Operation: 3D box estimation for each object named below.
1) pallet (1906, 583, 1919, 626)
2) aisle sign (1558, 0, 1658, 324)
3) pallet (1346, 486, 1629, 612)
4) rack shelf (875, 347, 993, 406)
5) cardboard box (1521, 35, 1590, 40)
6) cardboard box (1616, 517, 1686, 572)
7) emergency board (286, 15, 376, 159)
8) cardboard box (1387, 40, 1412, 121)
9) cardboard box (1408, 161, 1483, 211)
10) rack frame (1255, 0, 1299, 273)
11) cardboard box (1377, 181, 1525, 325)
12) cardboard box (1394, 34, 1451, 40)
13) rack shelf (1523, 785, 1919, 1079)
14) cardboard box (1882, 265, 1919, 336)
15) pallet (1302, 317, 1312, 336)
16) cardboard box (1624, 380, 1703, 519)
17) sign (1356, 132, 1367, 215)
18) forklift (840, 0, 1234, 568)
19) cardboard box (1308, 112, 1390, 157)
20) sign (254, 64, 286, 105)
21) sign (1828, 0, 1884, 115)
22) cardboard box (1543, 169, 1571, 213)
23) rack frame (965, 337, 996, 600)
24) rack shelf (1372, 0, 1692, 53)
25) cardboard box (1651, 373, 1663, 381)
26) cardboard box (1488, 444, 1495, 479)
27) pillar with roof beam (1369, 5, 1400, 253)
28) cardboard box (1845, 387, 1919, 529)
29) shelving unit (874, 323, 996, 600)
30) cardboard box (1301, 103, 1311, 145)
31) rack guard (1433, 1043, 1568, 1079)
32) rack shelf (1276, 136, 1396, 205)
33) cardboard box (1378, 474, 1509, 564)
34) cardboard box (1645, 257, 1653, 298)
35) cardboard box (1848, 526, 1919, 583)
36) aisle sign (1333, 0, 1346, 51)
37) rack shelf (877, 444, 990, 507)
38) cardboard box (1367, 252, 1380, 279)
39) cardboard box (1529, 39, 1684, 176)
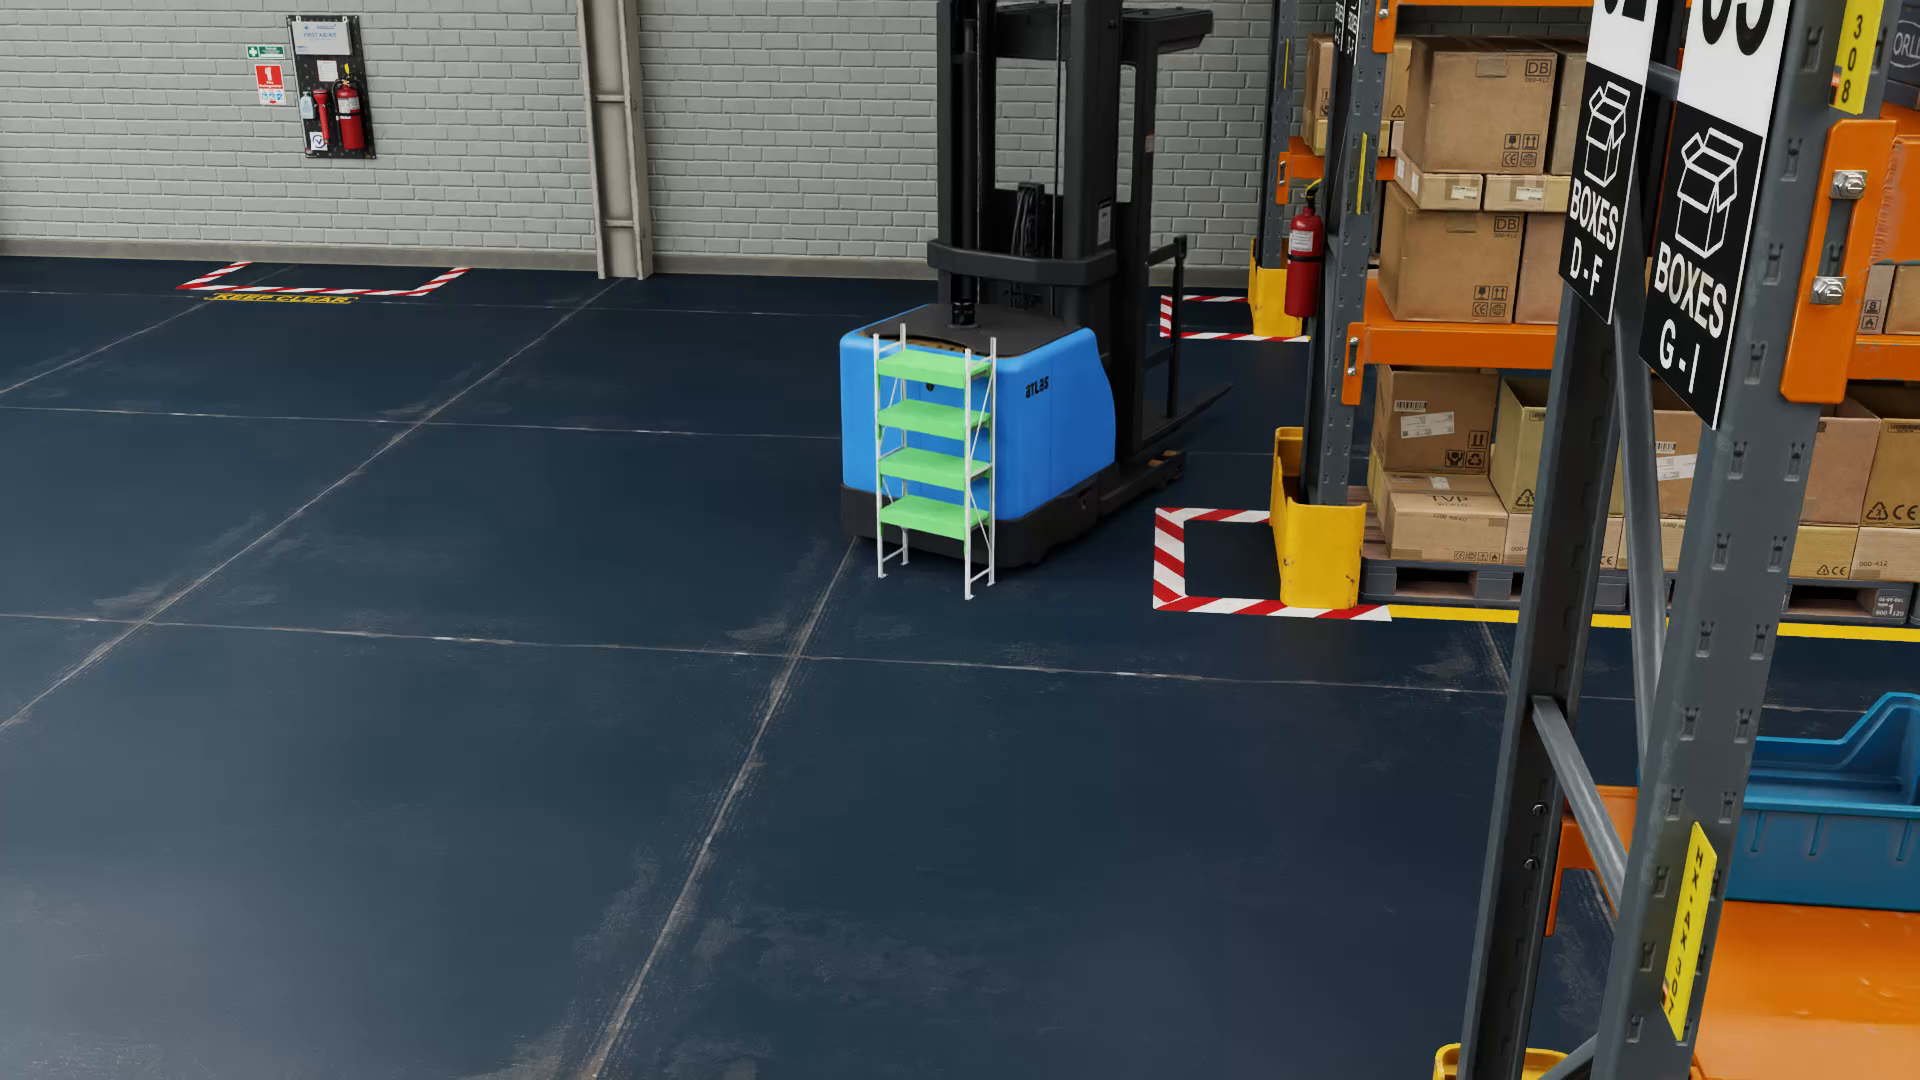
[{"bbox_3d":[4.935,0.128,7.828,1.213,0.211,1.003,2,22,6],"label":"pallet"},{"bbox_3d":[1.124,-0.804,2.858,0.004,0.787,0.394,2,22,6],"label":"aisle sign"},{"bbox_3d":[2.512,0.023,8.095,1.213,0.211,1.003,2,22,6],"label":"pallet"},{"bbox_3d":[-0.115,-0.749,7.572,0.480,0.148,0.258,13,25,29],"label":"rack shelf"},{"bbox_3d":[4.332,-3.378,12.062,0.500,0.500,0.500,3,22,7],"label":"cardboard box"},{"bbox_3d":[3.247,-0.062,7.685,0.500,0.250,0.500,2,22,6],"label":"cardboard box"},{"bbox_3d":[-5.284,-3.767,13.887,0.643,1.169,0.194,2,22,6],"label":"emergency board"},{"bbox_3d":[3.255,-3.234,11.696,0.500,0.500,0.500,3,22,6],"label":"cardboard box"},{"bbox_3d":[2.112,-1.544,7.248,0.250,0.149,0.380,2,22,6],"label":"cardboard box"},{"bbox_3d":[2.327,-3.101,12.203,0.127,3.000,1.000,2,22,6],"label":"rack frame"},{"bbox_3d":[2.209,-1.314,7.546,0.500,0.500,0.700,3,22,6],"label":"cardboard box"},{"bbox_3d":[3.318,-3.421,12.169,0.500,0.500,0.500,3,22,7],"label":"cardboard box"},{"bbox_3d":[3.147,0.937,2.967,4.000,0.370,1.077,2,22,6],"label":"rack shelf"},{"bbox_3d":[4.256,-1.226,7.325,0.500,0.500,0.700,3,22,7],"label":"cardboard box"},{"bbox_3d":[3.205,-1.753,12.586,1.213,0.211,1.003,2,22,6],"label":"pallet"},{"bbox_3d":[3.249,-0.415,7.558,0.500,0.500,0.500,2,22,6],"label":"cardboard box"},{"bbox_3d":[1.676,-1.529,6.942,0.005,0.325,0.100,2,22,6],"label":"sign"},{"bbox_3d":[0.609,-1.720,8.805,1.130,2.935,3.031,13,25,30],"label":"forklift"},{"bbox_3d":[2.774,-2.903,11.880,0.500,0.250,0.500,2,22,5],"label":"cardboard box"},{"bbox_3d":[-5.821,-3.845,14.037,0.234,0.329,0.001,2,22,6],"label":"sign"},{"bbox_3d":[1.092,-0.682,1.993,0.005,0.325,0.100,2,22,6],"label":"sign"},{"bbox_3d":[2.622,-1.523,7.193,0.250,0.149,0.380,3,22,7],"label":"cardboard box"},{"bbox_3d":[0.093,-0.315,7.606,0.015,1.200,0.240,13,25,29],"label":"rack frame"},{"bbox_3d":[3.733,-2.266,6.990,4.000,0.370,1.077,2,22,6],"label":"rack shelf"},{"bbox_3d":[3.310,-0.605,8.038,0.500,0.500,0.500,2,22,6],"label":"cardboard box"},{"bbox_3d":[2.813,-0.276,8.227,0.500,0.250,0.500,2,22,6],"label":"cardboard box"},{"bbox_3d":[2.617,-4.604,7.846,0.400,9.000,9.100,2,22,6],"label":"pillar with roof beam"},{"bbox_3d":[4.241,-0.371,7.446,0.500,0.500,0.500,2,22,6],"label":"cardboard box"},{"bbox_3d":[-0.115,-0.362,7.725,0.503,1.200,0.258,13,25,29],"label":"shelving unit"},{"bbox_3d":[2.814,-3.091,12.355,0.500,0.250,0.500,3,22,7],"label":"cardboard box"},{"bbox_3d":[1.242,1.665,3.548,0.348,0.500,1.175,2,22,6],"label":"rack guard"},{"bbox_3d":[4.313,-2.680,12.116,4.000,0.370,1.077,2,22,6],"label":"rack shelf"},{"bbox_3d":[2.254,-0.104,7.792,0.500,0.250,0.500,2,22,6],"label":"cardboard box"},{"bbox_3d":[3.224,-1.269,7.434,0.500,0.500,0.700,3,22,7],"label":"cardboard box"},{"bbox_3d":[4.240,-0.017,7.572,0.500,0.250,0.500,2,22,6],"label":"cardboard box"},{"bbox_3d":[1.717,-2.611,7.428,0.004,0.787,0.394,2,22,6],"label":"aisle sign"},{"bbox_3d":[-0.115,-0.303,7.748,0.480,0.148,0.258,13,25,29],"label":"rack shelf"},{"bbox_3d":[3.003,-1.992,12.457,0.500,0.311,0.500,0,22,0],"label":"cardboard box"},{"bbox_3d":[2.785,-1.894,7.250,0.500,0.500,0.700,2,22,5],"label":"cardboard box"}]
